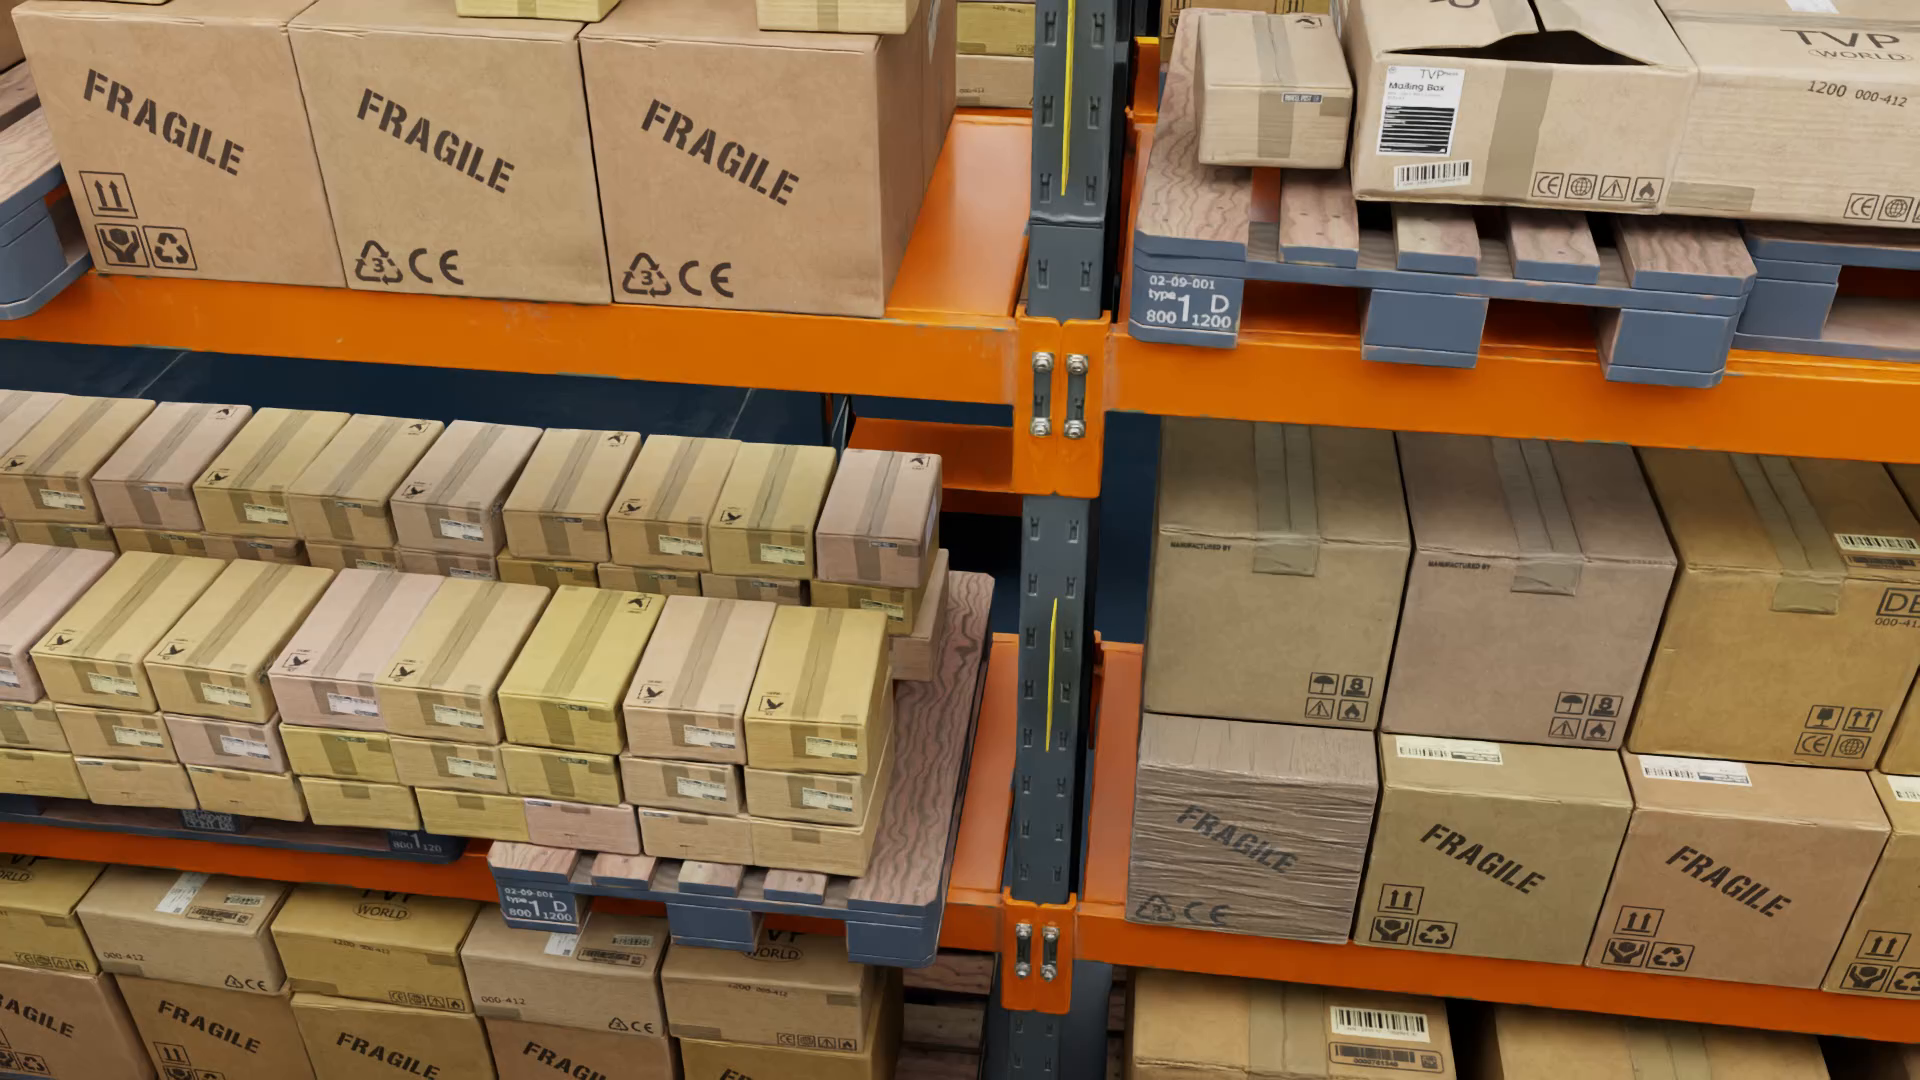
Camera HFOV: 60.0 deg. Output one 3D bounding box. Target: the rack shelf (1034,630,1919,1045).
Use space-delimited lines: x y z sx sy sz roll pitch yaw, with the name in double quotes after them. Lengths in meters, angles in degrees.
2.228 0.840 4.110 4.000 0.370 1.077 4 36 6 "rack shelf"

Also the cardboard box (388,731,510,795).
-1.078 0.380 3.735 0.250 0.149 0.380 4 36 6 "cardboard box"

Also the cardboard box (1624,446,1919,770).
1.699 0.064 3.632 0.500 0.500 0.700 4 36 5 "cardboard box"

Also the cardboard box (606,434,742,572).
-0.699 -0.097 4.146 0.250 0.149 0.380 4 36 6 "cardboard box"

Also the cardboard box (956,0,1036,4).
0.229 -2.796 7.638 0.500 0.500 0.500 3 36 5 "cardboard box"

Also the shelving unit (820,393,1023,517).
-0.007 -0.458 6.924 1.048 1.125 0.538 4 36 6 "shelving unit"

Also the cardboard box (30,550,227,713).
-1.840 0.200 3.731 0.250 0.149 0.380 5 36 7 "cardboard box"

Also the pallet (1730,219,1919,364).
1.999 -0.647 3.155 1.213 0.211 1.003 6 36 8 "pallet"

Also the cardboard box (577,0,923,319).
-0.354 -0.758 3.062 0.500 0.500 0.500 4 36 6 "cardboard box"

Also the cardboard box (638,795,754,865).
-0.549 0.539 3.767 0.250 0.149 0.380 4 36 6 "cardboard box"

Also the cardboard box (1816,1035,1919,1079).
2.628 1.372 4.320 0.750 0.750 1.050 4 36 6 "cardboard box"

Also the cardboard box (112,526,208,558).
-1.995 -0.075 4.372 0.250 0.149 0.380 4 36 6 "cardboard box"

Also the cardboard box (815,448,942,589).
-0.194 -0.058 4.092 0.250 0.149 0.380 4 36 6 "cardboard box"

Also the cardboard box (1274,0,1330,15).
1.709 -2.592 7.596 0.500 0.500 0.500 6 36 8 "cardboard box"

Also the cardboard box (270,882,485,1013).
-1.472 0.963 4.463 0.500 0.250 0.500 5 36 7 "cardboard box"

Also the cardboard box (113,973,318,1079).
-1.977 1.226 4.740 0.500 0.500 0.500 5 36 7 "cardboard box"

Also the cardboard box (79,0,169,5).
-1.468 -1.138 2.935 0.258 0.266 0.396 4 36 6 "cardboard box"

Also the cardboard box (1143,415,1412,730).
0.689 -0.010 3.735 0.500 0.500 0.700 4 36 6 "cardboard box"

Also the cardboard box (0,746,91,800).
-2.095 0.422 3.931 0.250 0.149 0.380 4 36 5 "cardboard box"

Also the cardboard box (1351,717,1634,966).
1.160 0.583 3.765 0.500 0.500 0.500 4 36 6 "cardboard box"

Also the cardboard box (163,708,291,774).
-1.583 0.341 3.789 0.250 0.149 0.380 5 36 7 "cardboard box"

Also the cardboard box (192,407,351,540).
-1.740 -0.174 4.255 0.250 0.149 0.380 4 36 5 "cardboard box"

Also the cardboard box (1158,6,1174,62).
1.073 -2.398 7.883 0.250 0.149 0.380 2 36 3 "cardboard box"

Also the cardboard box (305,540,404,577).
-1.487 -0.036 4.318 0.250 0.149 0.380 4 36 6 "cardboard box"

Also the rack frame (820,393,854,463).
-0.511 -0.496 6.977 0.032 1.125 0.500 4 36 6 "rack frame"

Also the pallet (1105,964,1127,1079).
1.017 1.636 4.776 1.213 0.211 1.003 4 36 6 "pallet"

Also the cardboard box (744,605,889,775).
-0.300 0.316 3.567 0.250 0.149 0.380 3 36 4 "cardboard box"

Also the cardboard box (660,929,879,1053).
-0.467 1.041 4.354 0.500 0.250 0.500 3 36 5 "cardboard box"

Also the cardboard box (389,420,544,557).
-1.230 -0.135 4.200 0.250 0.149 0.380 6 36 8 "cardboard box"

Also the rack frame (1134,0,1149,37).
1.403 -5.321 12.123 0.127 3.000 1.000 4 36 6 "rack frame"

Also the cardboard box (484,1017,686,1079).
-0.956 1.307 4.627 0.500 0.500 0.500 6 36 8 "cardboard box"

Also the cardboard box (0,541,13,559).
-2.358 0.163 3.783 0.250 0.149 0.380 4 36 6 "cardboard box"

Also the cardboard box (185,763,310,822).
-1.575 0.461 3.877 0.250 0.149 0.380 5 36 7 "cardboard box"

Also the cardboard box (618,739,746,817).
-0.568 0.416 3.683 0.250 0.149 0.380 6 36 8 "cardboard box"

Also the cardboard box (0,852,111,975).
-2.495 0.889 4.566 0.500 0.250 0.500 5 36 7 "cardboard box"

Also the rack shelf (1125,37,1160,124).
2.758 -2.020 8.117 4.000 0.370 1.077 4 36 6 "rack shelf"

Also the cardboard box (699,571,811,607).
-0.479 0.039 4.212 0.250 0.149 0.380 6 36 8 "cardboard box"

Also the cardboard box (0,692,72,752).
-2.089 0.302 3.844 0.250 0.149 0.380 4 36 5 "cardboard box"

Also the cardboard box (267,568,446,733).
-1.312 0.238 3.677 0.250 0.149 0.380 4 36 6 "cardboard box"

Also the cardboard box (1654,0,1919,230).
1.431 -0.755 2.825 0.500 0.250 0.500 5 36 7 "cardboard box"

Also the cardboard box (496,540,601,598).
-0.994 0.003 4.263 0.250 0.149 0.380 4 36 6 "cardboard box"

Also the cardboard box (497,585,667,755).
-0.809 0.277 3.622 0.250 0.149 0.380 5 36 7 "cardboard box"

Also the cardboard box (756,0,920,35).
-0.190 -1.054 2.818 0.258 0.266 0.396 4 36 6 "cardboard box"

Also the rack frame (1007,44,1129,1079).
0.245 0.399 4.109 0.127 3.000 1.000 4 36 6 "rack frame"

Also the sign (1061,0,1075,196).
0.173 -0.720 2.649 0.005 0.325 0.100 4 36 6 "sign"

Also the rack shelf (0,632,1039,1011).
-1.739 0.544 4.525 4.000 0.370 1.077 4 36 6 "rack shelf"

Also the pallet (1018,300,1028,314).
0.002 -1.427 9.068 1.213 0.211 1.003 4 36 6 "pallet"

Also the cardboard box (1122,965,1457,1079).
0.837 1.241 4.504 0.750 0.750 1.050 4 36 5 "cardboard box"

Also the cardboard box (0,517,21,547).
-2.524 -0.114 4.427 0.250 0.149 0.380 3 36 4 "cardboard box"

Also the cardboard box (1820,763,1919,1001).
2.154 0.659 3.659 0.500 0.500 0.500 4 36 5 "cardboard box"

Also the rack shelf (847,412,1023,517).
-0.007 -0.259 7.066 1.000 0.278 0.538 4 36 6 "rack shelf"

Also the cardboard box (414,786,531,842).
-1.051 0.500 3.822 0.250 0.149 0.380 4 36 5 "cardboard box"

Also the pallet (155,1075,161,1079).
-1.737 1.384 5.129 1.213 0.211 1.003 4 36 6 "pallet"

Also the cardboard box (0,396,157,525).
-2.273 -0.211 4.307 0.250 0.149 0.380 3 36 4 "cardboard box"

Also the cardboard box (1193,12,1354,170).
0.555 -0.814 2.995 0.250 0.149 0.380 3 36 4 "cardboard box"

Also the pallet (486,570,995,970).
-0.476 0.486 4.152 1.003 0.211 1.213 4 36 6 "pallet"

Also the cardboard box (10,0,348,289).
-1.347 -0.827 3.159 0.500 0.500 0.500 4 36 6 "cardboard box"
